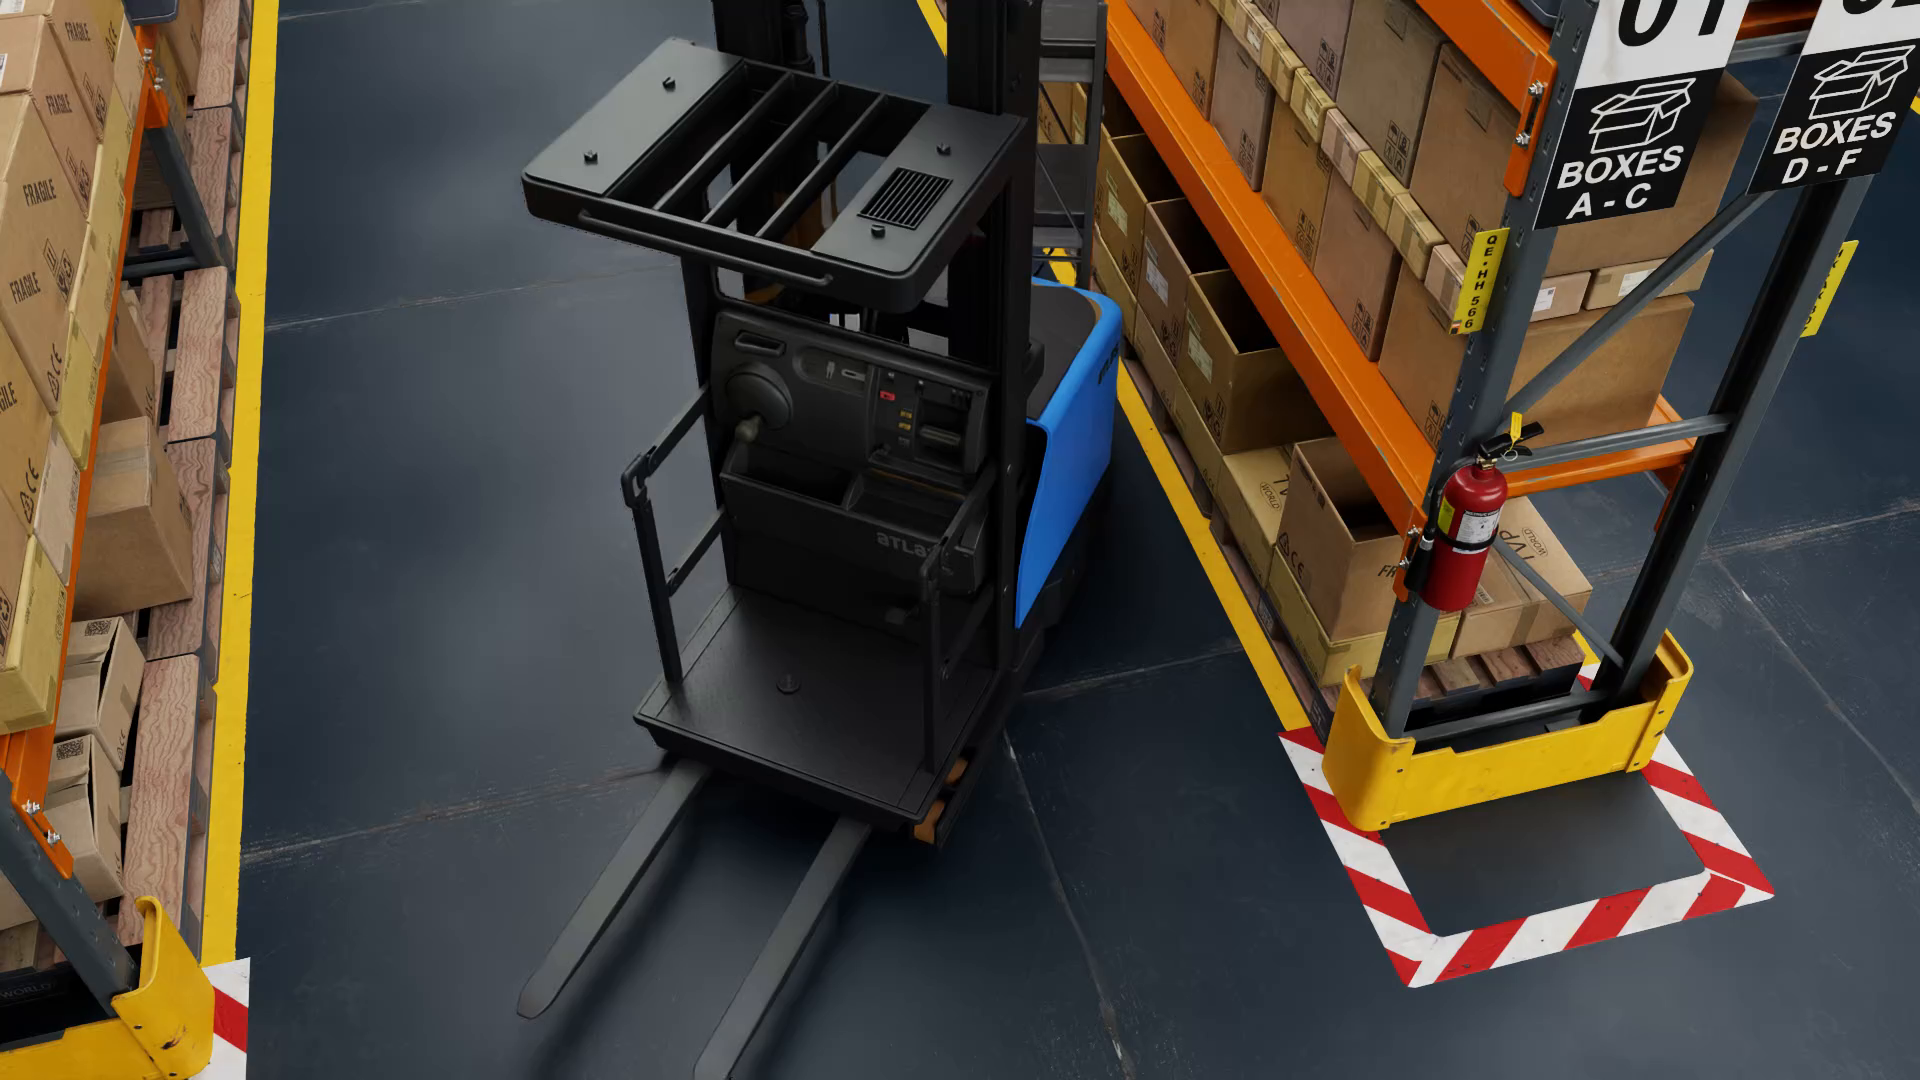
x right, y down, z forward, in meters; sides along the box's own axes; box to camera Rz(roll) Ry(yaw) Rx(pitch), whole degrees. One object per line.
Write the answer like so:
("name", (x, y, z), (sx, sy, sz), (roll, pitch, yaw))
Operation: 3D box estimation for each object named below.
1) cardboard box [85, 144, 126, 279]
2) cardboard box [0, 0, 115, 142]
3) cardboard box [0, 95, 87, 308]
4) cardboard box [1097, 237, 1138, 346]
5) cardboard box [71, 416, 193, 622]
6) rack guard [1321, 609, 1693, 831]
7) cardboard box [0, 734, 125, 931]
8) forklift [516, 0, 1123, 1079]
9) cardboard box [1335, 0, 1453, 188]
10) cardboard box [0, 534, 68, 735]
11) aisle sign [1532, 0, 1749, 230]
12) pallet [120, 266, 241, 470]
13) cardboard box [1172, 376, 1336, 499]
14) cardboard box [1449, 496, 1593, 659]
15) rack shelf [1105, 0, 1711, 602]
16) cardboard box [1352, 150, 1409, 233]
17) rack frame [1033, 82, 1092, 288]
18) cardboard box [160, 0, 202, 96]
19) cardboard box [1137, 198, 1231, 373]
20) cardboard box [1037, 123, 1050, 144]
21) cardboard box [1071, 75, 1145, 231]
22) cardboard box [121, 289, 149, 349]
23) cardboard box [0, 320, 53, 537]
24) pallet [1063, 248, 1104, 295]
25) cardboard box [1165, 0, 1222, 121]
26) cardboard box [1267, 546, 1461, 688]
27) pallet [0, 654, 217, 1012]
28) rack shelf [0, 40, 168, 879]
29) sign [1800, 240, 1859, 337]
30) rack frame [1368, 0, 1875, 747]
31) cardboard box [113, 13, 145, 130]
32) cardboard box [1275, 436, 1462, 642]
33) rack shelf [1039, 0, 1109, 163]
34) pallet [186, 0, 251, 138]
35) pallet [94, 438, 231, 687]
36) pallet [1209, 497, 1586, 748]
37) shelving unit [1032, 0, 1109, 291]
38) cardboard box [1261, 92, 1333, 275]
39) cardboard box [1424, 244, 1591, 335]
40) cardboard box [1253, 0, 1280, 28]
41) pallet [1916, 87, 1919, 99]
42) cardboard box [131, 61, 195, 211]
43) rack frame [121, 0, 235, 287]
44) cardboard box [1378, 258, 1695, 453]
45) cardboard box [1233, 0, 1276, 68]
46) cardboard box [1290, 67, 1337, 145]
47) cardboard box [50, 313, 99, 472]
("cardboard box", (-3.252, -1.118, 5.836), (0.500, 0.250, 0.500), (-11, 47, -11))
("cardboard box", (-3.376, -1.729, 5.910), (0.500, 0.500, 0.500), (-11, 47, -11))
("cardboard box", (-3.124, -1.020, 5.215), (0.500, 0.500, 0.500), (-9, 46, -9))
("cardboard box", (0.930, -1.150, 7.408), (0.500, 0.250, 0.500), (-11, 47, -10))
("cardboard box", (-3.281, -0.046, 6.137), (0.700, 0.500, 0.500), (-13, 47, -13))
("rack guard", (1.888, 0.620, 5.793), (1.175, 0.500, 0.348), (-11, 47, -10))
("cardboard box", (-2.996, 0.930, 5.313), (0.500, 0.311, 0.500), (-16, 48, -15))
("forklift", (-0.437, -0.335, 5.026), (1.130, 2.935, 3.031), (17, 48, 16))
("cardboard box", (1.622, -1.484, 5.126), (0.700, 0.500, 0.500), (-12, 47, -11))
("cardboard box", (-2.724, 0.287, 4.459), (0.500, 0.250, 0.500), (-12, 47, -11))
("aisle sign", (1.615, -1.083, 3.890), (0.394, 0.787, 0.004), (-11, 47, -10))
("pallet", (-3.723, -0.692, 7.280), (1.003, 0.211, 1.213), (-11, 47, -10))
("cardboard box", (1.190, -0.460, 6.732), (0.500, 0.250, 0.500), (-11, 47, -10))
("cardboard box", (1.960, 0.133, 6.151), (0.500, 0.250, 0.500), (-11, 47, -10))
("rack shelf", (1.370, -1.401, 6.526), (1.077, 0.370, 4.000), (-11, 47, -10))
("cardboard box", (1.466, -1.120, 5.223), (0.380, 0.149, 0.250), (-11, 47, -11))
("rack frame", (0.322, -1.417, 6.668), (0.400, 2.100, 0.015), (2, 46, 2))
("cardboard box", (-4.406, -2.616, 8.656), (0.700, 0.500, 0.500), (-10, 46, -10))
("cardboard box", (1.060, -1.068, 6.802), (0.500, 0.500, 0.500), (-11, 47, -10))
("cardboard box", (0.684, -1.842, 8.086), (0.500, 0.250, 0.500), (-11, 47, -10))
("cardboard box", (0.810, -1.759, 7.480), (0.500, 0.500, 0.500), (-11, 47, -10))
("cardboard box", (-3.764, -0.923, 7.230), (0.380, 0.166, 0.250), (-16, 48, -15))
("cardboard box", (-2.854, -0.308, 4.518), (0.500, 0.500, 0.500), (-11, 47, -10))
("pallet", (1.021, -1.501, 8.073), (1.003, 0.211, 1.213), (-11, 47, -10))
("cardboard box", (1.244, -2.053, 6.592), (0.700, 0.500, 0.500), (-10, 46, -10))
("cardboard box", (1.459, 0.228, 6.058), (0.500, 0.250, 0.500), (-11, 47, -10))
("pallet", (-3.099, 0.993, 5.629), (1.003, 0.211, 1.213), (-11, 47, -10))
("rack shelf", (-3.418, -0.492, 5.636), (1.077, 0.370, 4.000), (-11, 47, -10))
("sign", (2.420, -0.700, 4.674), (0.100, 0.325, 0.005), (-11, 47, -10))
("rack frame", (1.882, -0.272, 4.916), (1.000, 3.000, 0.127), (-11, 47, -10))
("cardboard box", (-3.515, -1.808, 6.513), (0.500, 0.250, 0.500), (-11, 47, -10))
("cardboard box", (1.457, -0.035, 5.790), (0.500, 0.500, 0.500), (-11, 47, -10))
("rack shelf", (0.309, -1.723, 6.007), (0.431, 0.518, 0.480), (2, 46, 2))
("pallet", (-4.446, -2.530, 9.082), (1.003, 0.211, 1.213), (-11, 47, -10))
("pallet", (-3.408, 0.152, 6.453), (1.003, 0.211, 1.213), (-11, 47, -10))
("pallet", (1.646, 0.184, 6.422), (1.003, 0.211, 1.213), (-11, 47, -10))
("shelving unit", (0.309, -1.243, 6.498), (0.431, 2.100, 0.503), (2, 46, 2))
("cardboard box", (1.514, -1.337, 5.890), (0.700, 0.500, 0.500), (-10, 46, -10))
("cardboard box", (1.600, -0.763, 4.873), (0.380, 0.149, 0.250), (-11, 47, -11))
("cardboard box", (1.363, -2.178, 5.806), (0.700, 0.500, 0.500), (-11, 47, -10))
("pallet", (5.779, -2.489, 9.042), (1.003, 0.211, 1.213), (-11, 47, -10))
("cardboard box", (-4.134, -1.909, 7.963), (0.700, 0.500, 0.500), (-9, 46, -9))
("rack frame", (-3.930, -2.125, 6.732), (1.000, 3.000, 0.127), (-11, 47, -10))
("cardboard box", (1.775, -0.631, 5.198), (0.700, 0.500, 0.500), (-11, 47, -10))
("cardboard box", (1.201, -1.833, 5.922), (0.380, 0.149, 0.250), (-11, 47, -11))
("cardboard box", (1.336, -1.475, 5.571), (0.380, 0.149, 0.250), (-9, 46, -9))
("cardboard box", (-2.995, -0.422, 5.154), (0.500, 0.250, 0.500), (-11, 47, -11))
